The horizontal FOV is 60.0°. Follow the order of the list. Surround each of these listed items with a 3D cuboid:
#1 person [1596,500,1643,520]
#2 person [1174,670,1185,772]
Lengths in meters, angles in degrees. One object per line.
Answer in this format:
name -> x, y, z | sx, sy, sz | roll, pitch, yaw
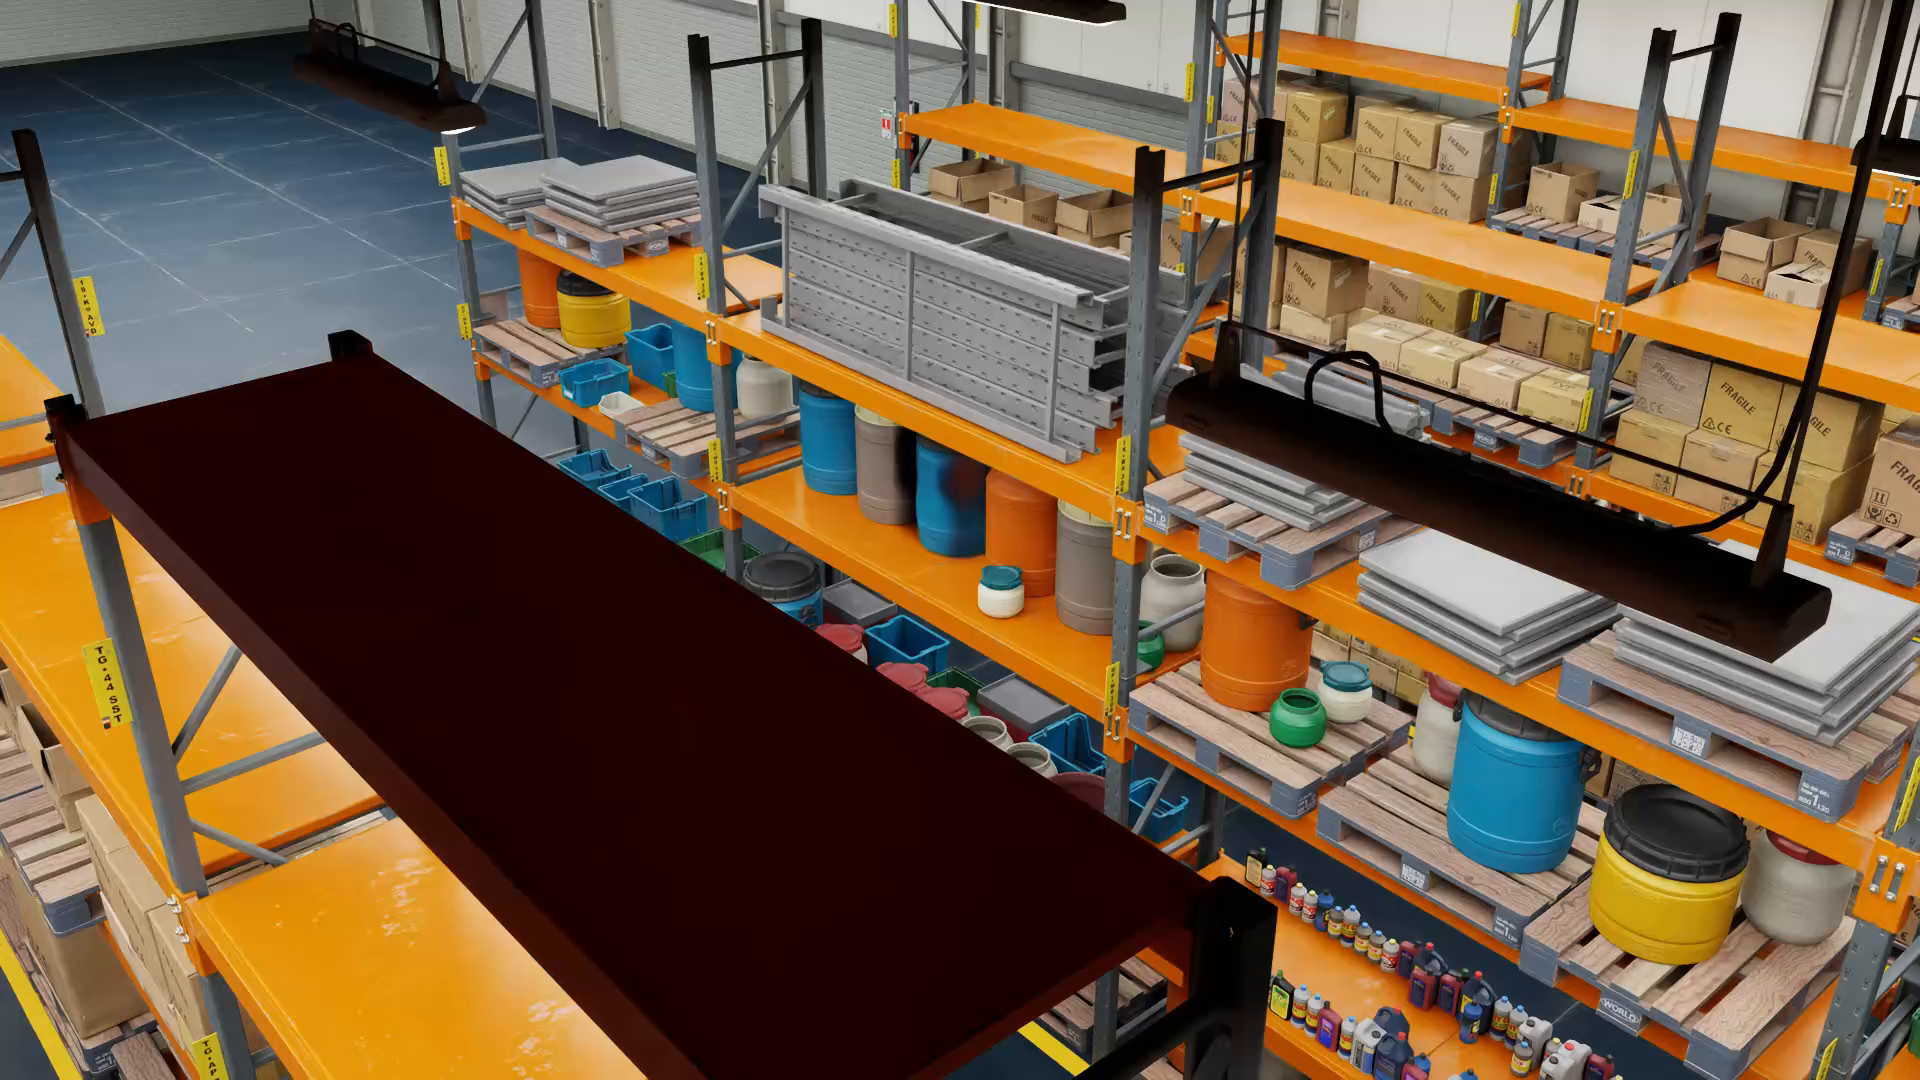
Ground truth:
person -> 5.855, 0.235, 15.141 | 0.579, 1.799, 0.461 | 22, 34, 36
person -> 1.782, 1.164, 13.549 | 0.701, 1.697, 0.507 | 21, 34, 35
